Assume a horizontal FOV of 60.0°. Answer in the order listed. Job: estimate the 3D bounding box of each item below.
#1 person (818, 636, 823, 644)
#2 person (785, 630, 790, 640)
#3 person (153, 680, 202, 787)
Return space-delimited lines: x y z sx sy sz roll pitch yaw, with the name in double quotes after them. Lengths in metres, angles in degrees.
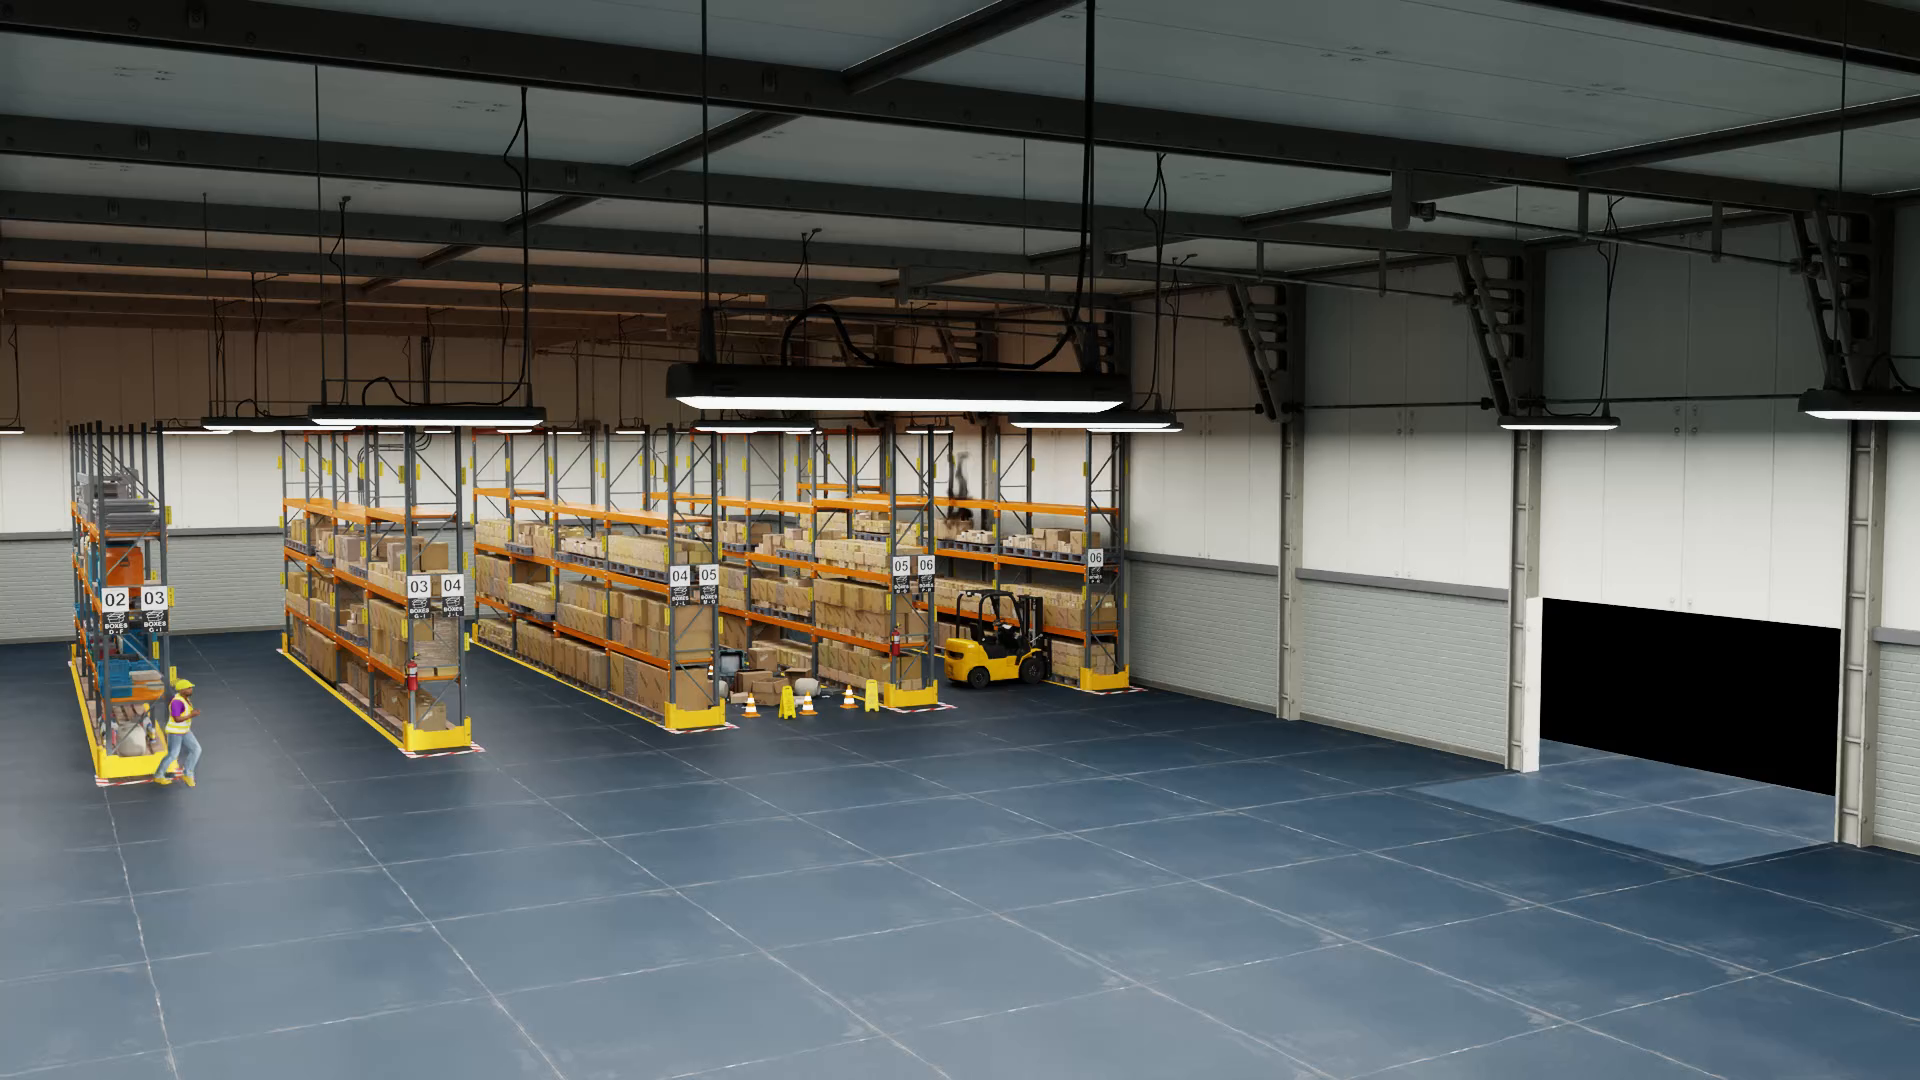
-3.525 2.149 43.329 0.673 1.783 0.884 -2 4 -29 "person"
-4.945 2.061 45.764 0.740 1.723 0.878 -1 4 -22 "person"
-12.760 3.182 27.127 0.831 1.818 0.662 0 4 -2 "person"
